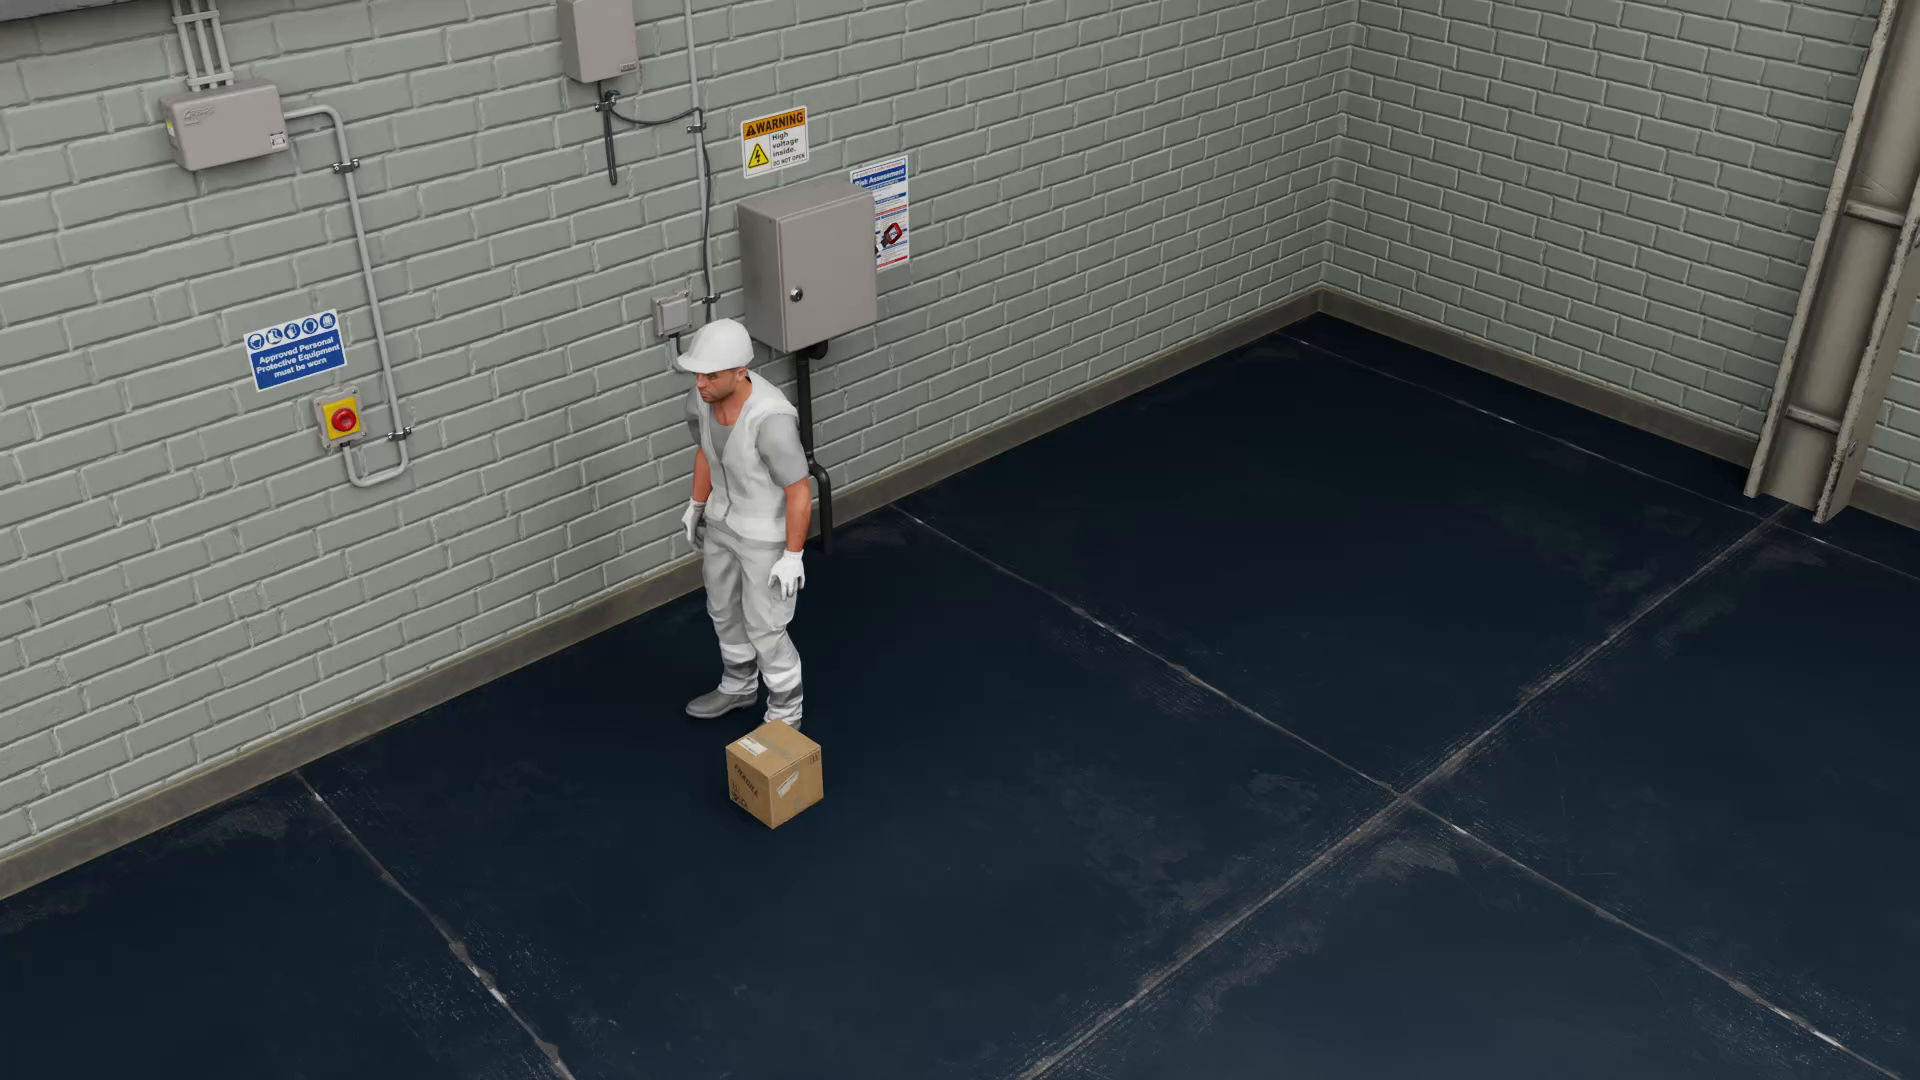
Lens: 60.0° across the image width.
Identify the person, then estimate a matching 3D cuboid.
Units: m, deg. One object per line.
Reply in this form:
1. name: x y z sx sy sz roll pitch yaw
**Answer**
1. person: -0.795 -0.013 6.142 0.618 1.779 0.451 27 40 36
